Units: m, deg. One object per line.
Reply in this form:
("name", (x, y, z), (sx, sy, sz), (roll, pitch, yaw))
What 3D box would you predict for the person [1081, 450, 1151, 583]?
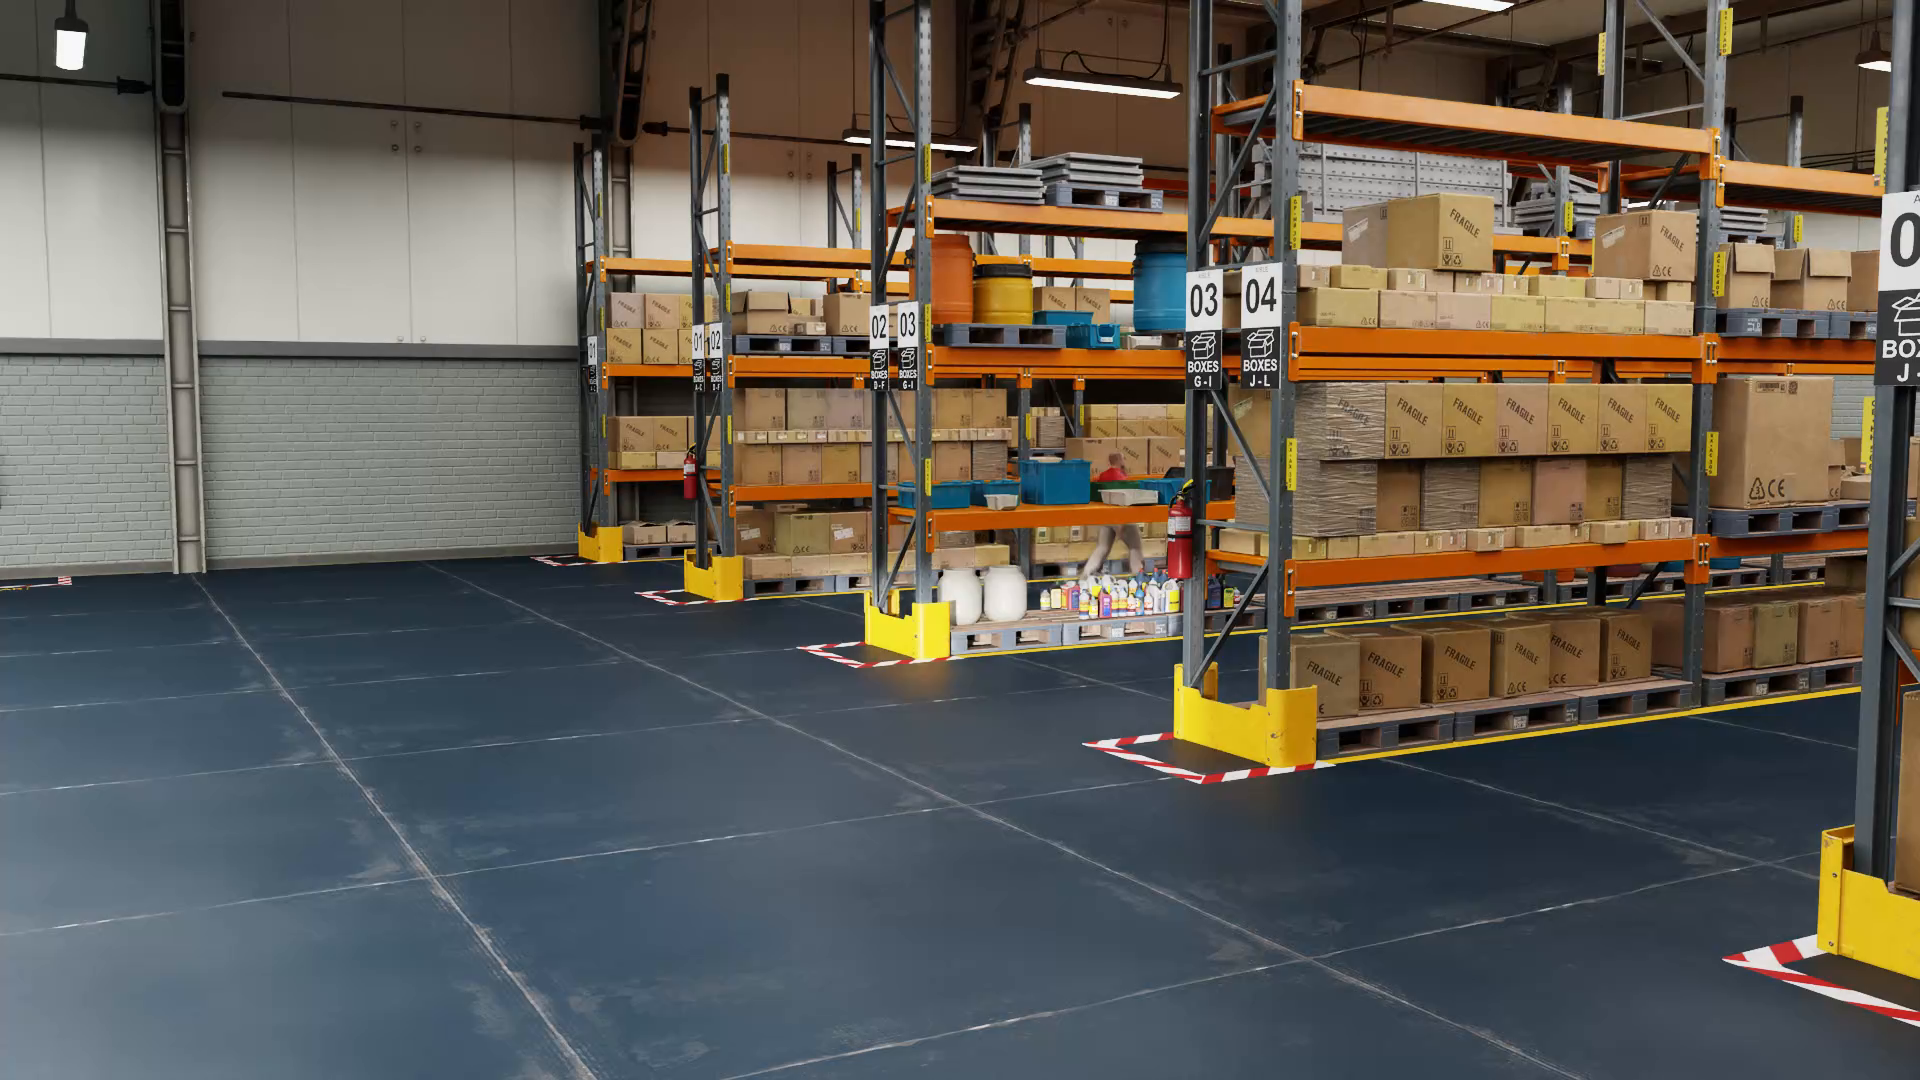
("person", (1.926, -0.260, 20.323), (1.068, 1.672, 0.535), (-4, 7, -42))
